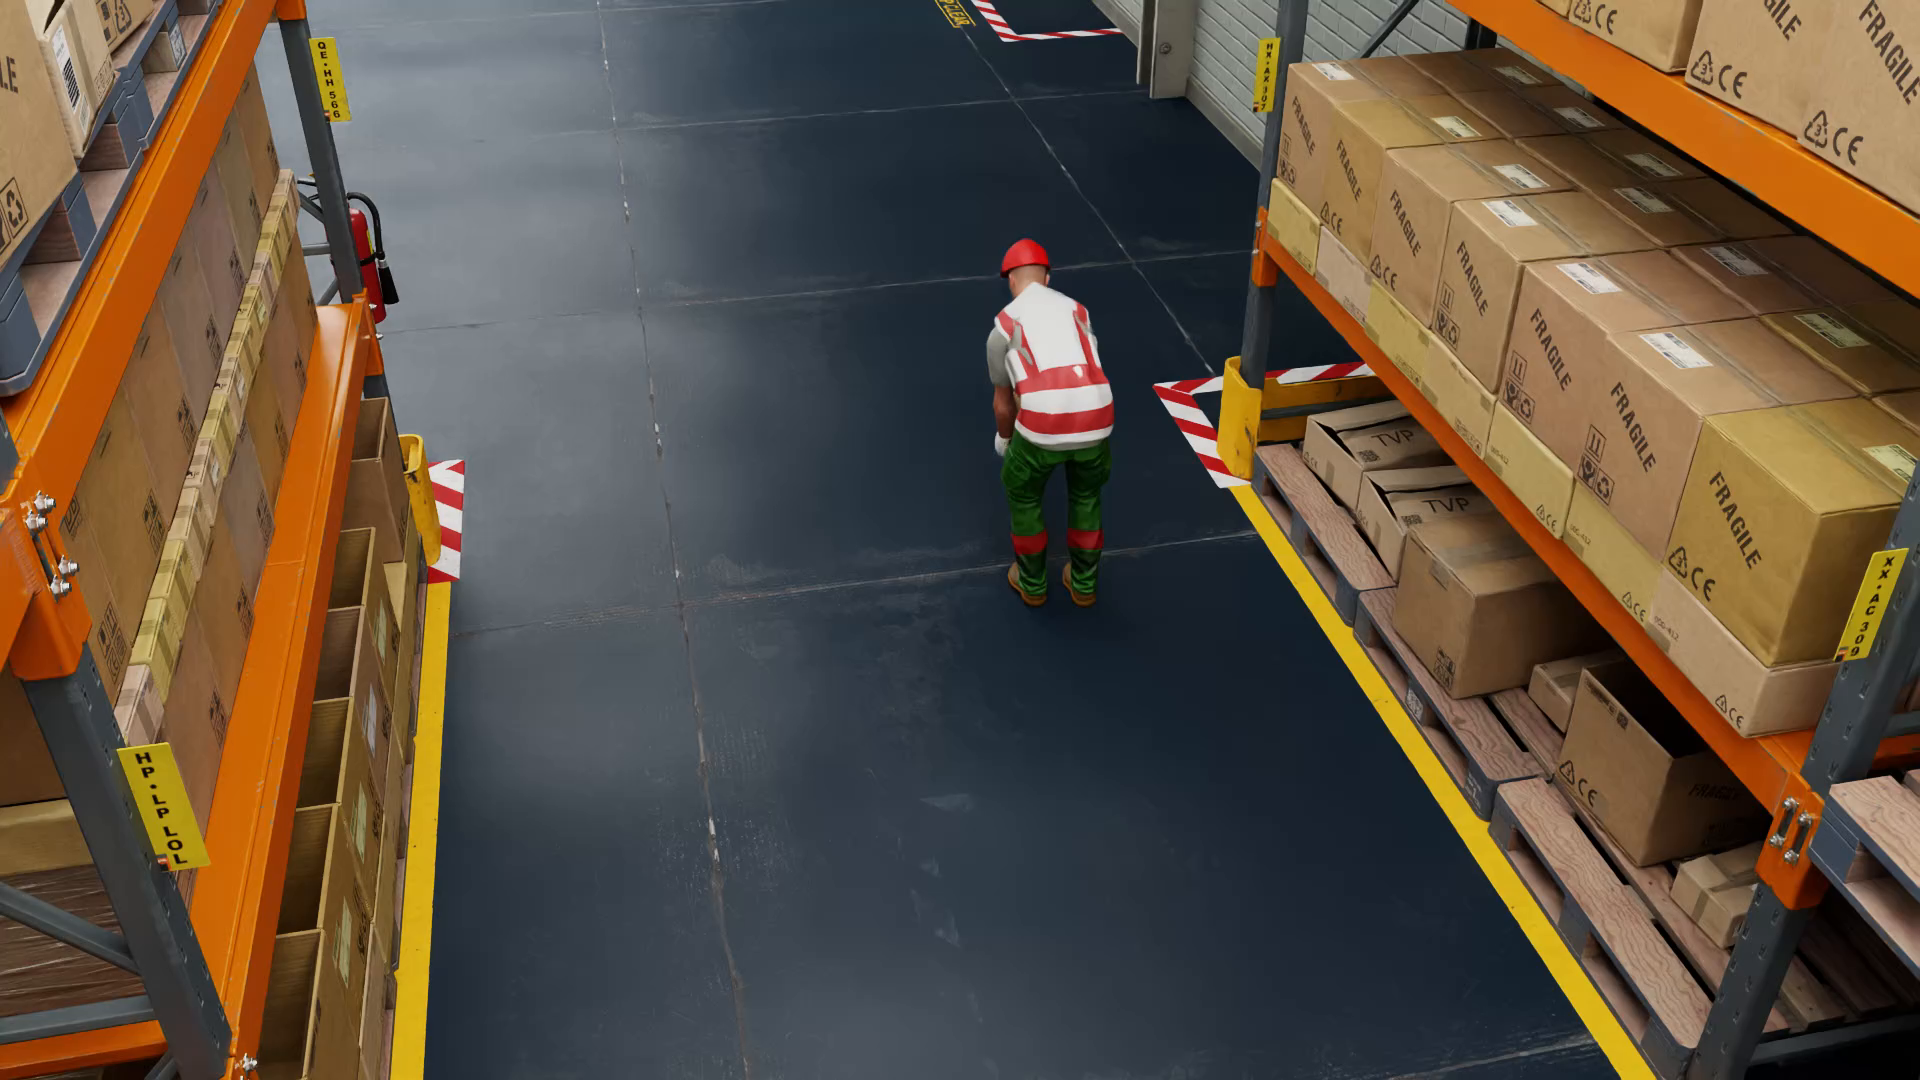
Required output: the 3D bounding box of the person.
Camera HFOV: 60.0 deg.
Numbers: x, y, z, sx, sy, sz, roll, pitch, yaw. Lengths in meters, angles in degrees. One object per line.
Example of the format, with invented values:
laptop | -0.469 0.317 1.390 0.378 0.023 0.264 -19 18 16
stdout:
person | 0.361 -0.477 7.110 0.484 1.470 0.858 -8 35 -12
